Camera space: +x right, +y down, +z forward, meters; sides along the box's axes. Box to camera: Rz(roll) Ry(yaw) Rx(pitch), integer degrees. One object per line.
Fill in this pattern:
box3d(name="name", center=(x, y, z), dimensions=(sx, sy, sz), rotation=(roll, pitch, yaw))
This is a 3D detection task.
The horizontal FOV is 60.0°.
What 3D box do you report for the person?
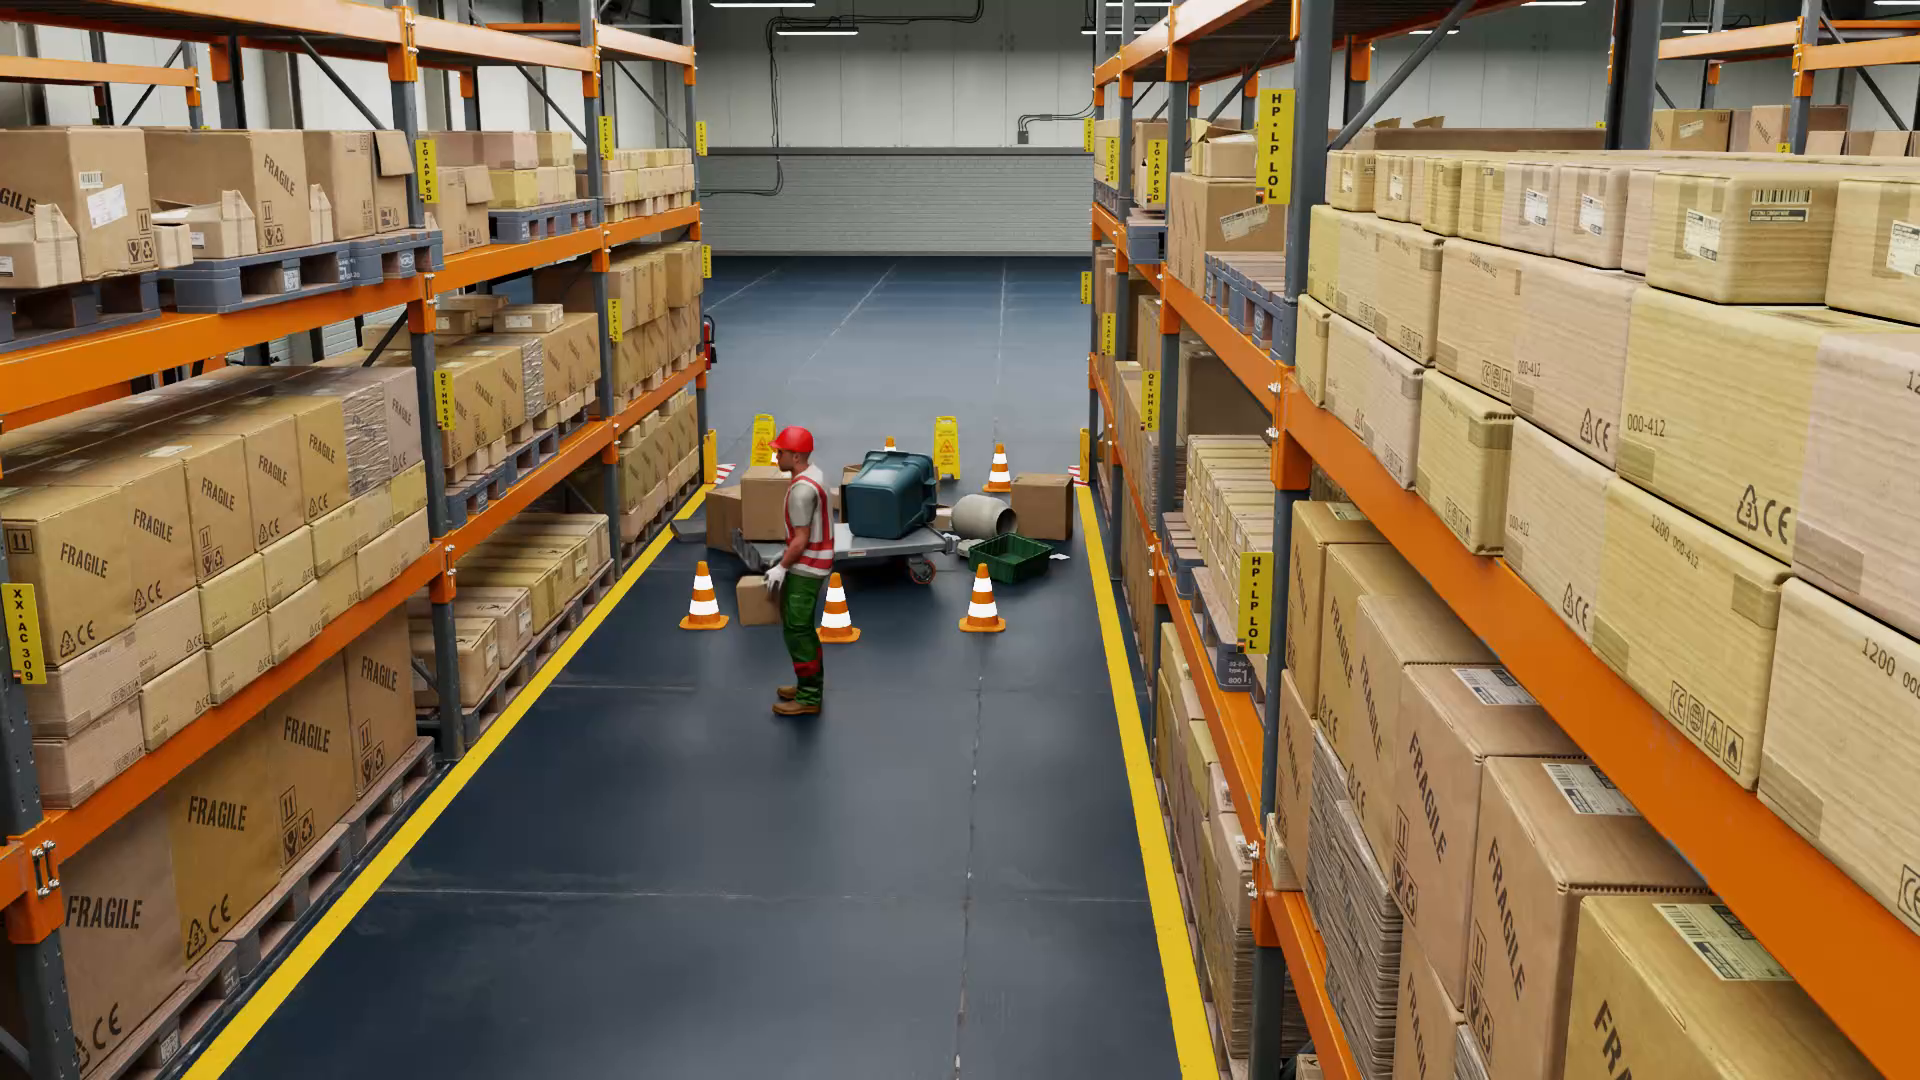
box3d(name="person", center=(-0.981, 0.181, 10.205), dimensions=(0.425, 1.789, 0.540), rotation=(0, 14, 0))
